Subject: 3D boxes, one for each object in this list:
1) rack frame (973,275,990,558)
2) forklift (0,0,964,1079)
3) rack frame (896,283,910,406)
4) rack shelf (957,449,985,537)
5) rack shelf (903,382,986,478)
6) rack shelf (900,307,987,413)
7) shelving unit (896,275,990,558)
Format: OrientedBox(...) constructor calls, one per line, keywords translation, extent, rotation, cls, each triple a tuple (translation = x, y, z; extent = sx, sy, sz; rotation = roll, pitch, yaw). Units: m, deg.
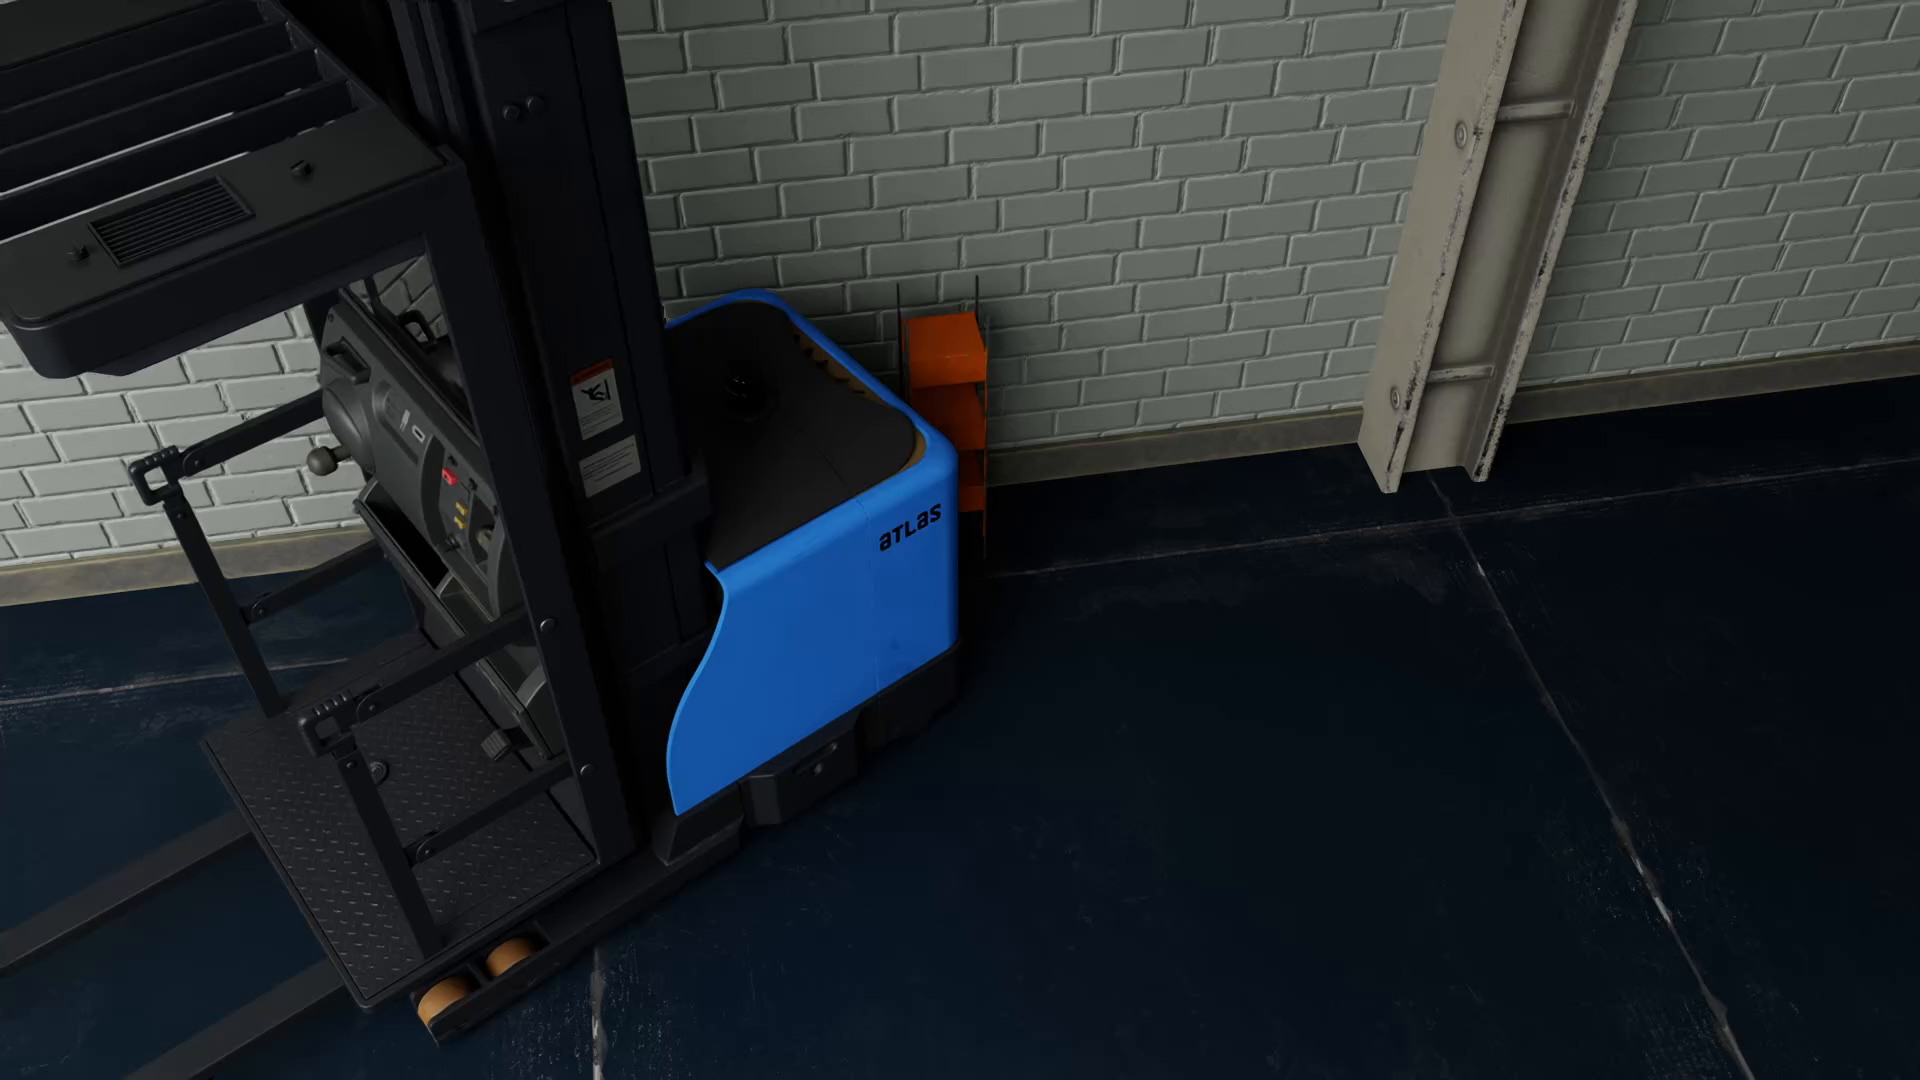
OrientedBox(translation=(0.067, -0.373, 5.380), extent=(0.008, 1.050, 0.200), rotation=(-7, 46, -7), cls="rack frame")
OrientedBox(translation=(-1.453, -0.119, 3.830), extent=(3.031, 2.935, 1.130), rotation=(-30, 53, -26), cls="forklift")
OrientedBox(translation=(-0.173, -0.343, 5.351), extent=(0.008, 1.050, 0.200), rotation=(-7, 46, -7), cls="rack frame")
OrientedBox(translation=(-0.053, -0.158, 5.573), extent=(0.240, 0.259, 0.215), rotation=(-7, 46, -7), cls="rack shelf")
OrientedBox(translation=(-0.053, -0.350, 5.373), extent=(0.240, 0.259, 0.215), rotation=(-7, 46, -7), cls="rack shelf")
OrientedBox(translation=(-0.053, -0.547, 5.169), extent=(0.240, 0.259, 0.215), rotation=(-7, 46, -7), cls="rack shelf")
OrientedBox(translation=(-0.053, -0.358, 5.366), extent=(0.252, 1.050, 0.215), rotation=(-7, 46, -7), cls="shelving unit")
